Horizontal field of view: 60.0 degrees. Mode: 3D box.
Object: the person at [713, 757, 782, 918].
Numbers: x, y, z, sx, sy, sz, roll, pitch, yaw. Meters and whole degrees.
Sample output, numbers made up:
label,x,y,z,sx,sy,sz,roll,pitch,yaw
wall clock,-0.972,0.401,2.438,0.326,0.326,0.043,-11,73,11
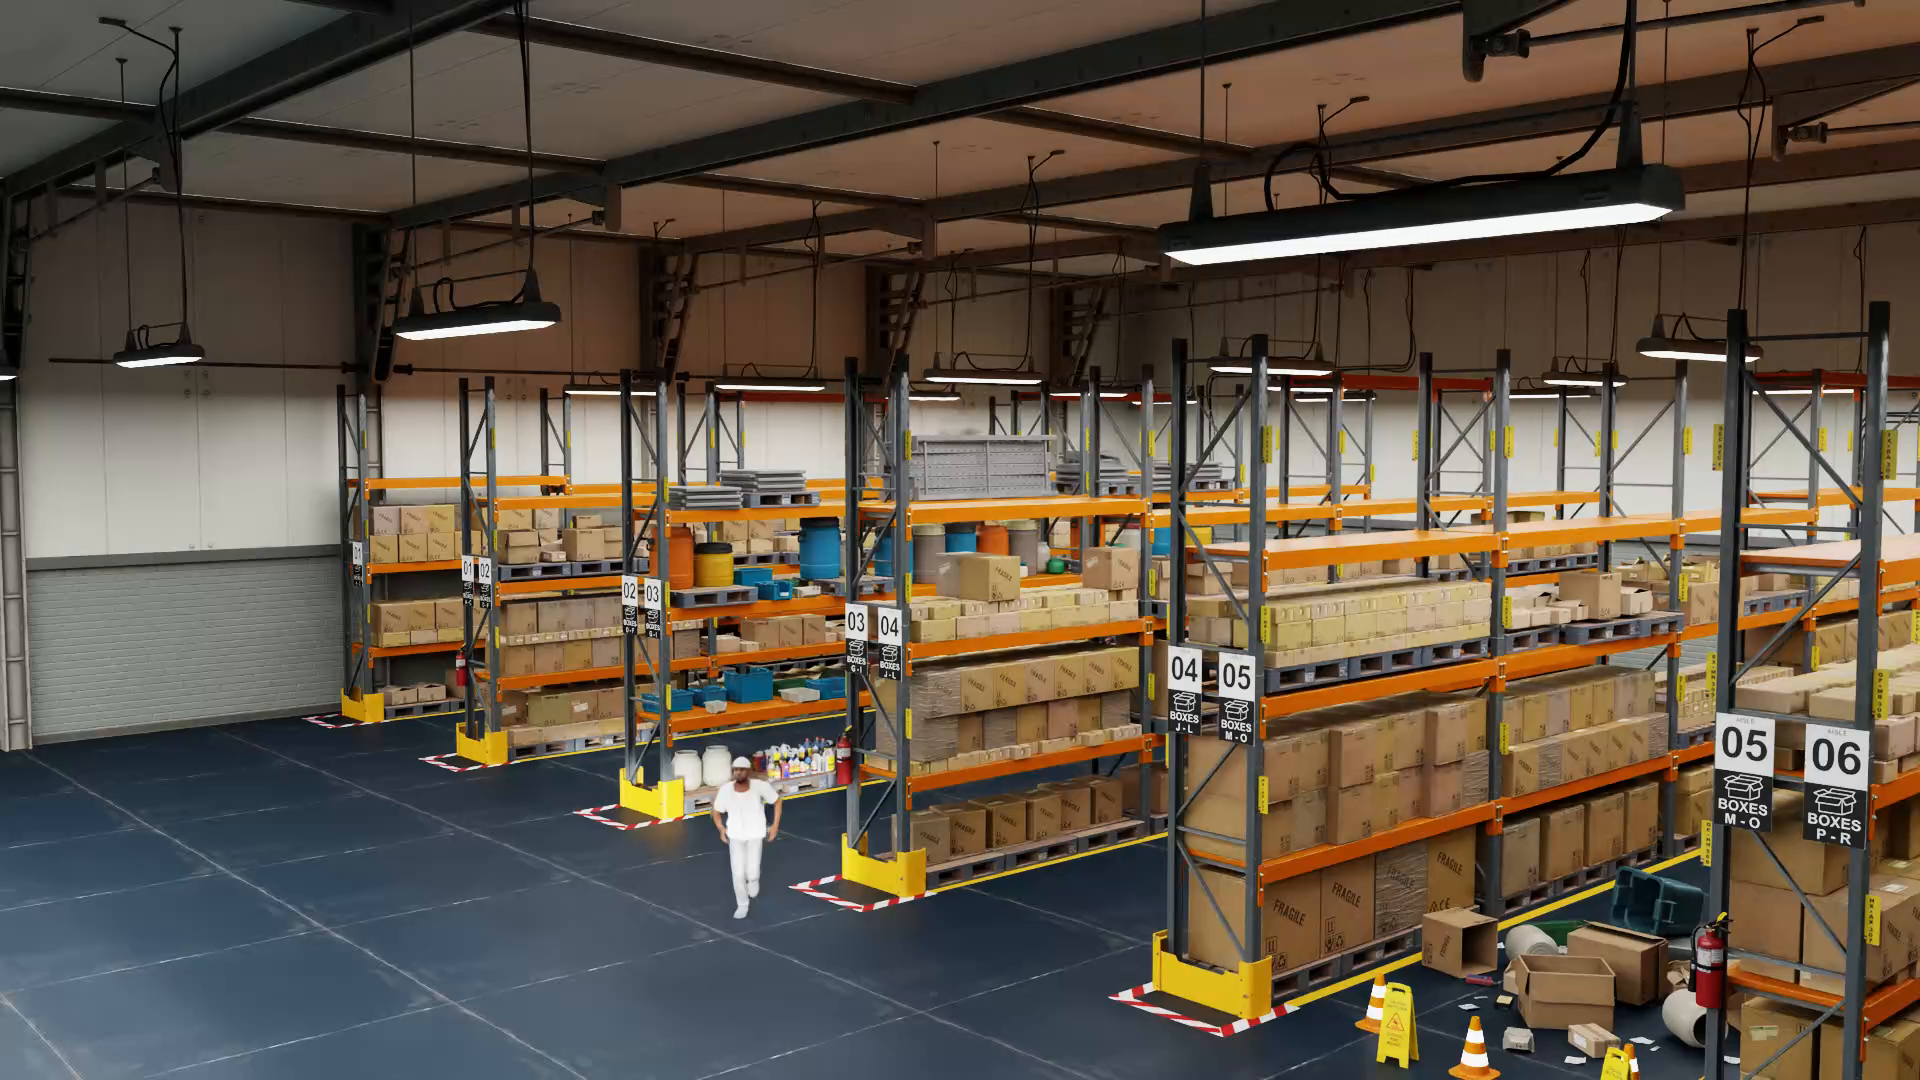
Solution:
label,x,y,z,sx,sy,sz,roll,pitch,yaw
person,-2.273,3.152,17.695,0.722,1.729,0.657,0,4,3
